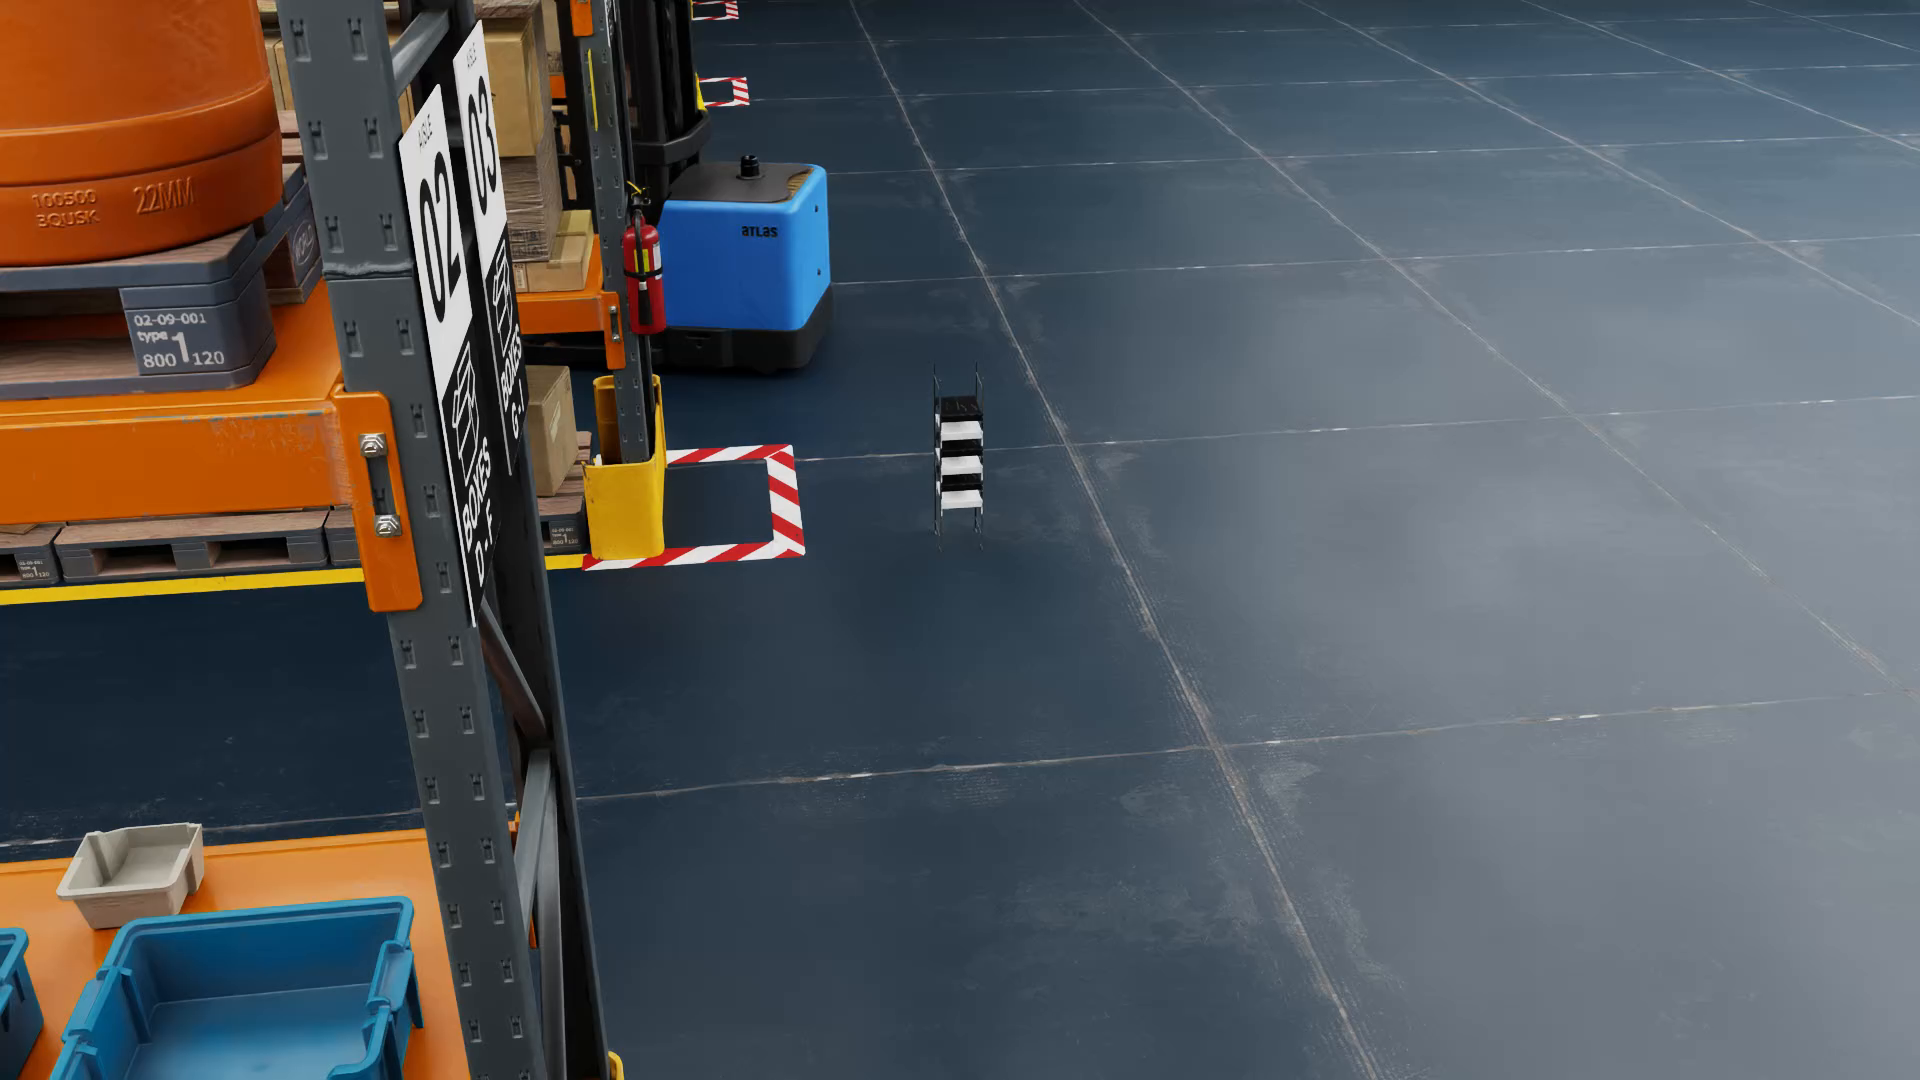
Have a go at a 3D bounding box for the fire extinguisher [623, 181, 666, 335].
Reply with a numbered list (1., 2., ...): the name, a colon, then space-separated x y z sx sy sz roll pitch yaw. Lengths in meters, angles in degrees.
1. fire extinguisher: -1.442 -1.275 7.533 0.183 0.674 0.296 -4 27 -7

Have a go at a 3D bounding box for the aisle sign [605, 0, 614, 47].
1. aisle sign: -1.516 -2.535 7.057 0.004 0.787 0.394 -4 27 -7

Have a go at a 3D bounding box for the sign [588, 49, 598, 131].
1. sign: -1.562 -1.914 7.079 0.005 0.325 0.100 -4 27 -7

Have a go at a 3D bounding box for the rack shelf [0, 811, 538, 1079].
1. rack shelf: -2.910 1.176 3.460 4.000 0.370 1.077 -4 27 -7

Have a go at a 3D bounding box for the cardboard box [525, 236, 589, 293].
1. cardboard box: -1.873 -1.287 7.748 0.250 0.149 0.380 -4 27 -7

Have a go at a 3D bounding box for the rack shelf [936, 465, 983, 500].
1. rack shelf: -0.008 -0.290 8.100 0.200 0.077 0.258 -4 27 -7

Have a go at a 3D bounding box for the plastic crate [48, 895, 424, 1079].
1. plastic crate: -1.383 0.962 3.252 0.616 0.251 0.499 -4 27 -7

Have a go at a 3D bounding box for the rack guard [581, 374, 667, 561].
1. rack guard: -1.695 -0.393 8.469 0.348 0.500 1.175 -4 27 -7

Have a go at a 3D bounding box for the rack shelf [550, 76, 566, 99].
1. rack shelf: -4.191 -3.312 12.206 4.000 0.370 1.077 -4 27 -7

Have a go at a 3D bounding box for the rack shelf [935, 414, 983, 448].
1. rack shelf: -0.008 -0.530 7.977 0.200 0.077 0.258 -4 27 -7

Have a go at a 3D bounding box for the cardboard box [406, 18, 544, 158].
1. cardboard box: -2.130 -1.985 7.302 0.500 0.500 0.500 -4 27 -7

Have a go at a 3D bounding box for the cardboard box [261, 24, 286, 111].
1. cardboard box: -3.119 -1.920 7.176 0.500 0.500 0.500 -4 27 -7

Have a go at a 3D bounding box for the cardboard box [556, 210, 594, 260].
1. cardboard box: -1.935 -1.488 8.139 0.250 0.149 0.380 -4 27 -7

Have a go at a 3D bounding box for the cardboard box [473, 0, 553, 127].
1. cardboard box: -2.202 -2.220 7.760 0.500 0.500 0.500 -4 27 -7

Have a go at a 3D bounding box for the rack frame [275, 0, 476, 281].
1. rack frame: -0.929 -1.940 2.174 0.127 3.000 1.000 -4 27 -7

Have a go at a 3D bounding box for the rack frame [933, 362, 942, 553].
1. rack frame: -0.109 -0.393 8.031 0.006 0.900 0.240 -4 27 -7

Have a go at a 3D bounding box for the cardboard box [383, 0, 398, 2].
1. cardboard box: -4.204 -3.705 12.021 0.500 0.550 0.875 -4 27 -7

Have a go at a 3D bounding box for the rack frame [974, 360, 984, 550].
1. rack frame: 0.093 -0.406 8.056 0.006 0.900 0.240 -4 27 -7

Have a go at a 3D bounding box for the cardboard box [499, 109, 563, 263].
1. cardboard box: -2.168 -1.664 7.773 0.500 0.500 0.875 -4 27 -7

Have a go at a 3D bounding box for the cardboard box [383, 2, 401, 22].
1. cardboard box: -2.698 -2.191 7.705 0.500 0.500 0.500 -4 27 -7

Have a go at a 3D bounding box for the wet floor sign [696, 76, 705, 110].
1. wet floor sign: -2.663 -4.471 16.257 0.232 0.644 0.267 6 28 11

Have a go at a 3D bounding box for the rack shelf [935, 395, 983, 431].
1. rack shelf: -0.008 -0.610 7.936 0.200 0.077 0.258 -4 27 -7

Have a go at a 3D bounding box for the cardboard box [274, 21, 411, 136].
1. cardboard box: -2.624 -1.951 7.235 0.500 0.500 0.500 -4 27 -7

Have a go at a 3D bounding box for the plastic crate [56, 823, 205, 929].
1. plastic crate: -1.860 0.758 3.776 0.250 0.136 0.298 -4 27 -7

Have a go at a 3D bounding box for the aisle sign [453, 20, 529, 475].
1. aisle sign: -0.899 -0.565 3.217 0.004 0.787 0.394 -4 27 -7

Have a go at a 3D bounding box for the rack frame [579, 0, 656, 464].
1. rack frame: -1.619 -1.510 7.907 0.127 3.000 1.000 -4 27 -7

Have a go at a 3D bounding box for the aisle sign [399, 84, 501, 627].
1. aisle sign: -0.817 -0.298 2.697 0.004 0.787 0.394 -4 27 -7

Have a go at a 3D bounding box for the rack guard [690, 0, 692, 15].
1. rack guard: -3.672 -7.123 21.585 0.348 0.500 1.175 -4 27 -7

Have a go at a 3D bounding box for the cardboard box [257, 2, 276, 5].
1. cardboard box: -4.715 -3.626 11.867 0.550 0.550 0.875 -4 27 -7

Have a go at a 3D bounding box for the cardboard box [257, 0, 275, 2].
1. cardboard box: -4.719 -4.119 11.645 0.550 0.550 0.875 -4 27 -7

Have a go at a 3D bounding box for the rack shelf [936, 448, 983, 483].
1. rack shelf: -0.008 -0.370 8.059 0.200 0.077 0.258 -4 27 -7

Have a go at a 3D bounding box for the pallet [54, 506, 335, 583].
1. pallet: -3.710 -0.153 8.317 1.213 0.211 1.003 -4 27 -7

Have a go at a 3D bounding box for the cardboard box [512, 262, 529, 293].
1. cardboard box: -2.121 -1.271 7.717 0.250 0.149 0.380 -4 27 -7

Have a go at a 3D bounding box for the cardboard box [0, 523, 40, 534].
1. cardboard box: -4.613 -0.378 7.978 0.500 0.500 0.500 5 28 9

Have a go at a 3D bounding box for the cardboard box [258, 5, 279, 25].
1. cardboard box: -3.193 -2.159 7.641 0.500 0.500 0.500 -4 27 -7

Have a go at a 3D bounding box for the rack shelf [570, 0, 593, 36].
1. rack shelf: -3.600 -2.397 7.139 4.000 0.370 1.077 -4 27 -7

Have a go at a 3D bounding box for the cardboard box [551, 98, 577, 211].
1. cardboard box: -2.873 -2.927 12.537 0.875 0.875 0.875 -4 27 -7

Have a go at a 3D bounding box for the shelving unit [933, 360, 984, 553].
1. shelving unit: -0.008 -0.400 8.044 0.210 0.900 0.258 -4 27 -7

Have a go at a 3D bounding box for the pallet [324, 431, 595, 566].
1. pallet: -2.504 -0.229 8.465 1.213 0.211 1.003 -4 27 -7

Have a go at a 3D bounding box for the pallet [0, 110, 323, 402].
1. pallet: -1.762 -0.513 2.886 1.213 0.211 1.003 -4 27 -7

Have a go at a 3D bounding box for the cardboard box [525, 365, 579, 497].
1. cardboard box: -2.240 -0.553 8.320 0.500 0.500 0.500 1 27 2

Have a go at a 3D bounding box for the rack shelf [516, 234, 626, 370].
1. rack shelf: -3.600 -1.063 7.824 4.000 0.370 1.077 -4 27 -7

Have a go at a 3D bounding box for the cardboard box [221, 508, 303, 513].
1. cardboard box: -3.450 -0.468 8.154 0.500 0.500 0.500 -1 27 -2

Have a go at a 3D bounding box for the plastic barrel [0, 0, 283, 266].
1. plastic barrel: -1.393 -0.895 2.493 0.708 0.830 0.600 -4 27 -7

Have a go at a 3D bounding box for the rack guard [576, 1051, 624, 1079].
1. rack guard: -0.998 1.867 4.063 0.348 0.500 1.175 -4 27 -7

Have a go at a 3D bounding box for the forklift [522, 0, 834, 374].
1. forklift: -2.388 -2.599 10.104 3.031 2.935 1.130 3 27 6

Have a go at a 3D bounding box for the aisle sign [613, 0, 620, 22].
1. aisle sign: -1.600 -2.806 7.586 0.004 0.787 0.394 -4 27 -7

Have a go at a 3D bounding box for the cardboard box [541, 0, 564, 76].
1. cardboard box: -3.113 -3.737 12.082 0.550 0.550 0.875 -4 27 -7

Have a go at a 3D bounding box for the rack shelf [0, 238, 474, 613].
1. rack shelf: -2.910 -0.158 2.775 4.000 0.370 1.077 -4 27 -7

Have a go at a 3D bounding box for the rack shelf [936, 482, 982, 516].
1. rack shelf: -0.008 -0.210 8.141 0.200 0.077 0.258 -4 27 -7

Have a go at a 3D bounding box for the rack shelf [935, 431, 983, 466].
1. rack shelf: -0.008 -0.450 8.018 0.200 0.077 0.258 -4 27 -7

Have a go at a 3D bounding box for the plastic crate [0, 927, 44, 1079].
1. plastic crate: -2.027 1.001 3.176 0.408 0.251 0.499 -4 27 -7

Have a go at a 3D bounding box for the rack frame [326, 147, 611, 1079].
1. rack frame: -0.929 0.729 3.544 0.127 3.000 1.000 -4 27 -7

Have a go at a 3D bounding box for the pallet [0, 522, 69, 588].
1. pallet: -4.920 -0.074 8.163 1.213 0.211 1.003 -4 27 -7
